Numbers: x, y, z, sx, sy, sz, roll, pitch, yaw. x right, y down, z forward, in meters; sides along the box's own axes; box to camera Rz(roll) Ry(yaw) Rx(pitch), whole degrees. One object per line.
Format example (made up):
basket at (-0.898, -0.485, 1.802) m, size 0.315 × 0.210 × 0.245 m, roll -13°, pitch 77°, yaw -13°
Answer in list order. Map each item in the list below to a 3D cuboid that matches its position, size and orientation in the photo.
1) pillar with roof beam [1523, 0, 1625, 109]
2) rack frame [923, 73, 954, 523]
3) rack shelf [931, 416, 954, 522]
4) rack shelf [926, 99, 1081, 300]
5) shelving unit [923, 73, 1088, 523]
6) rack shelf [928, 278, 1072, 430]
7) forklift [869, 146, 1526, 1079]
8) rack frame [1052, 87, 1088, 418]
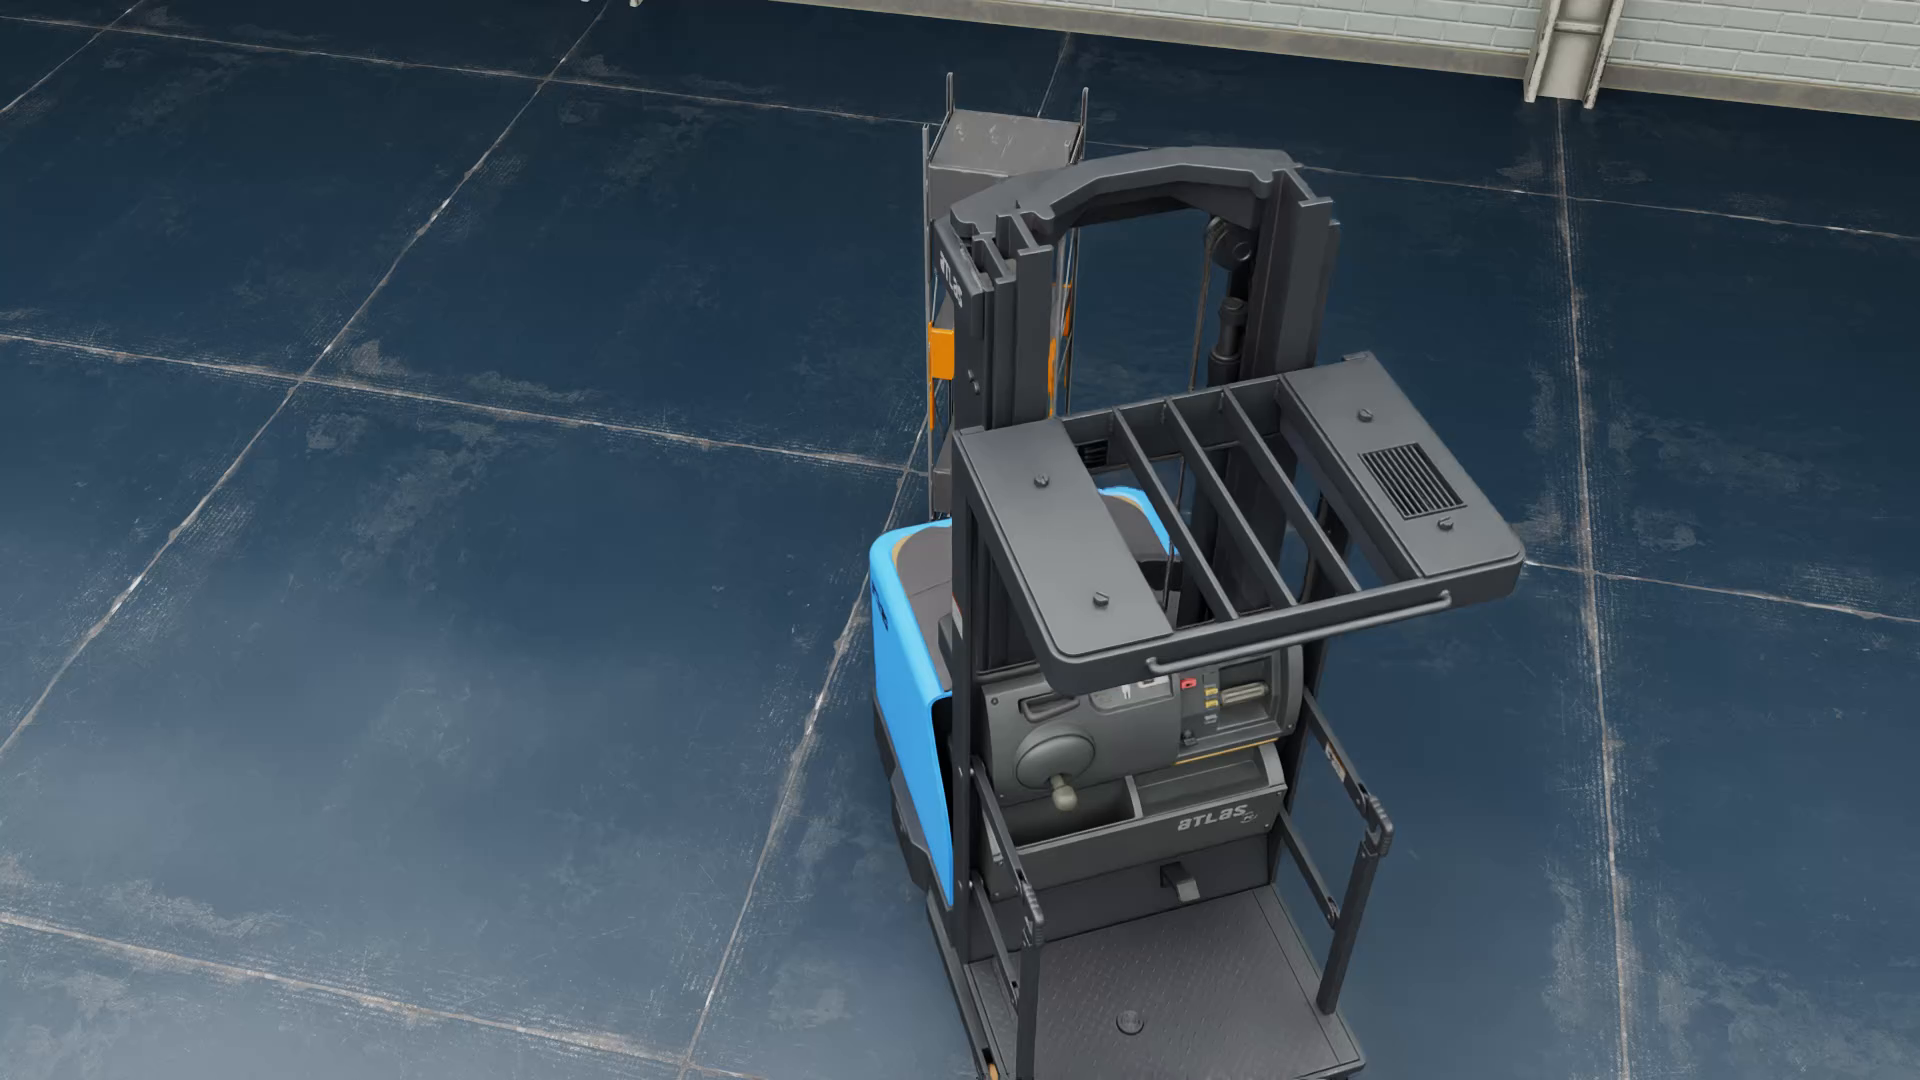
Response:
pillar with roof beam at (2.659, -3.023, 3.862) m, size 0.400 × 9.000 × 9.100 m, roll 9°, pitch 45°, yaw 9°
rack frame at (-0.077, -0.768, 6.494) m, size 0.015 × 2.100 × 0.400 m, roll 9°, pitch 45°, yaw 9°
rack shelf at (0.162, -0.217, 6.951) m, size 0.480 × 0.518 × 0.431 m, roll 9°, pitch 45°, yaw 9°
rack shelf at (0.162, -1.226, 5.980) m, size 0.480 × 0.518 × 0.431 m, roll 9°, pitch 45°, yaw 9°
shelving unit at (0.162, -0.731, 6.456) m, size 0.503 × 2.100 × 0.431 m, roll 9°, pitch 45°, yaw 9°
rack shelf at (0.162, -0.722, 6.465) m, size 0.480 × 0.518 × 0.431 m, roll 9°, pitch 45°, yaw 9°
forklift at (0.586, 0.580, 4.494) m, size 1.130 × 2.935 × 3.031 m, roll -12°, pitch 45°, yaw -12°
rack frame at (0.400, -0.694, 6.417) m, size 0.015 × 2.100 × 0.400 m, roll 9°, pitch 45°, yaw 9°
